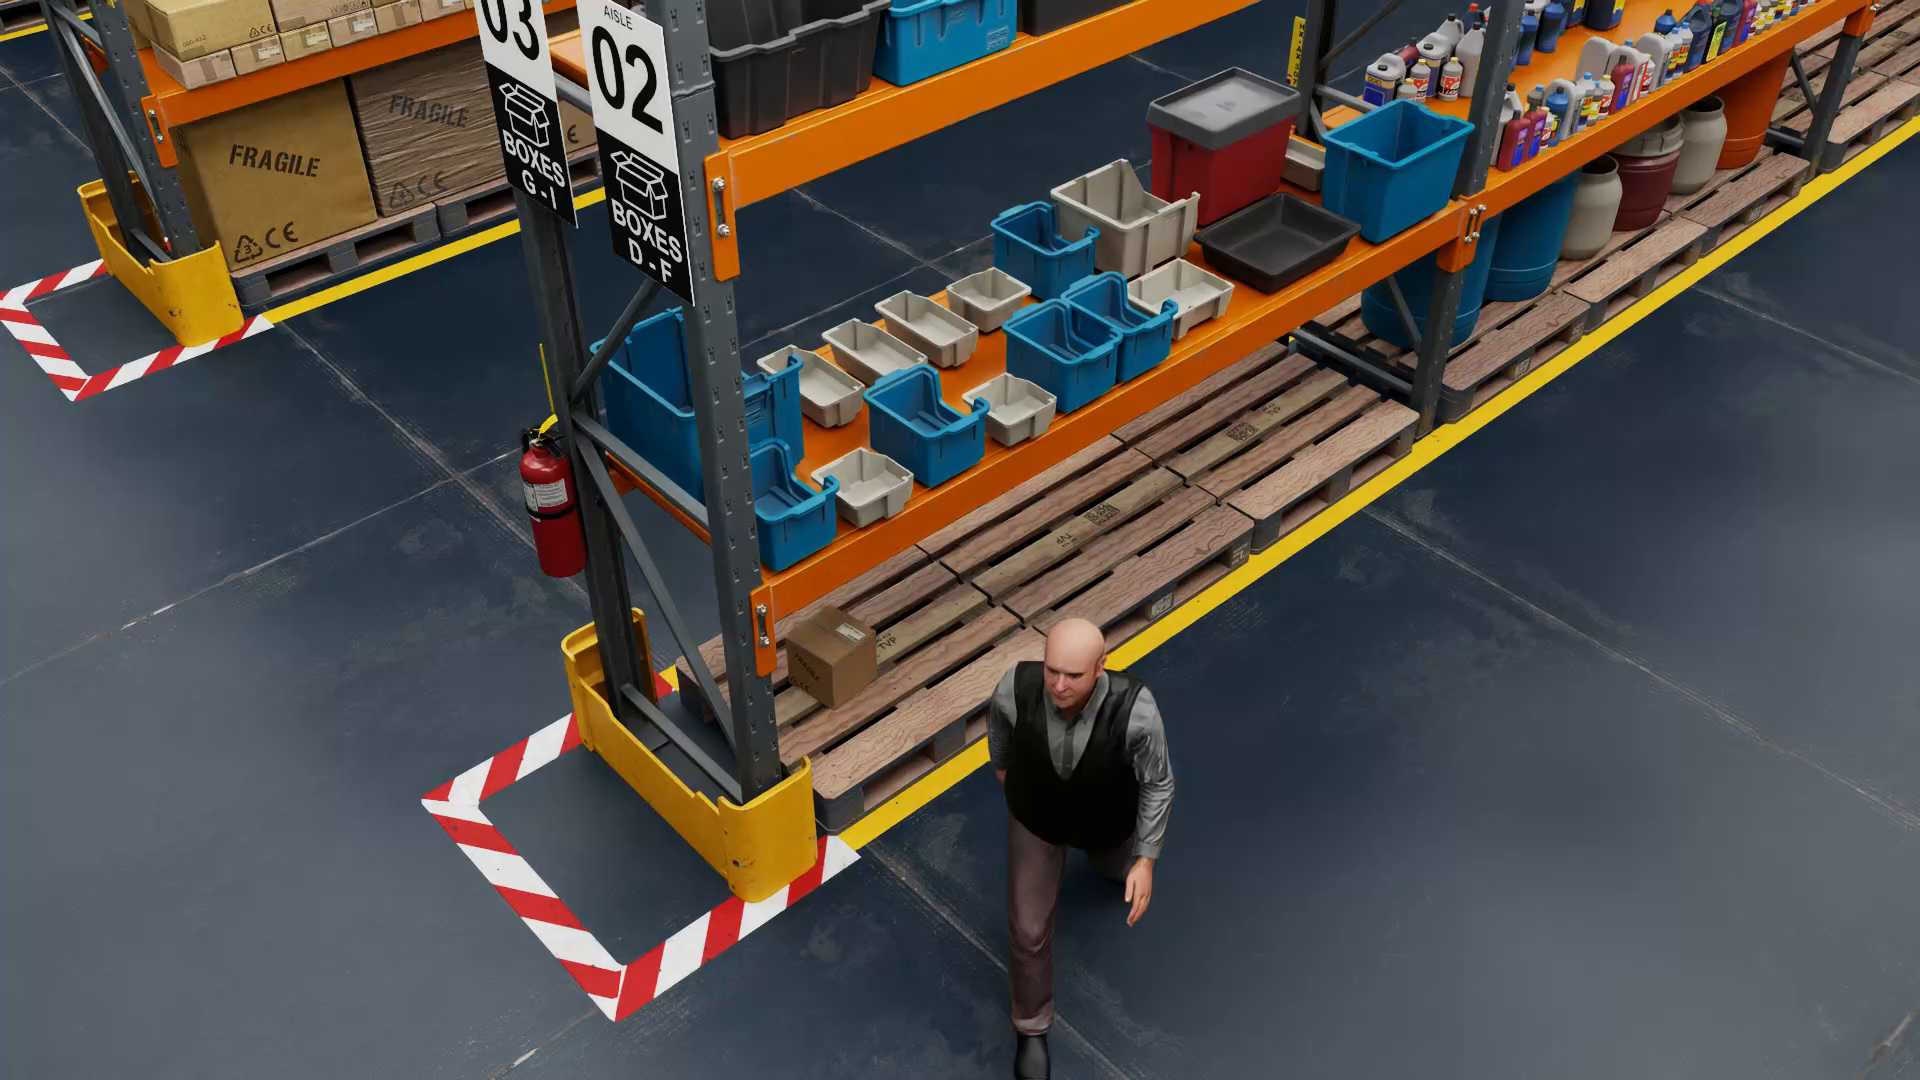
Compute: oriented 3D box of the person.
[{"bbox_3d":[0.368,0.857,5.267,0.597,1.564,1.117,7,40,8],"label":"person"}]
